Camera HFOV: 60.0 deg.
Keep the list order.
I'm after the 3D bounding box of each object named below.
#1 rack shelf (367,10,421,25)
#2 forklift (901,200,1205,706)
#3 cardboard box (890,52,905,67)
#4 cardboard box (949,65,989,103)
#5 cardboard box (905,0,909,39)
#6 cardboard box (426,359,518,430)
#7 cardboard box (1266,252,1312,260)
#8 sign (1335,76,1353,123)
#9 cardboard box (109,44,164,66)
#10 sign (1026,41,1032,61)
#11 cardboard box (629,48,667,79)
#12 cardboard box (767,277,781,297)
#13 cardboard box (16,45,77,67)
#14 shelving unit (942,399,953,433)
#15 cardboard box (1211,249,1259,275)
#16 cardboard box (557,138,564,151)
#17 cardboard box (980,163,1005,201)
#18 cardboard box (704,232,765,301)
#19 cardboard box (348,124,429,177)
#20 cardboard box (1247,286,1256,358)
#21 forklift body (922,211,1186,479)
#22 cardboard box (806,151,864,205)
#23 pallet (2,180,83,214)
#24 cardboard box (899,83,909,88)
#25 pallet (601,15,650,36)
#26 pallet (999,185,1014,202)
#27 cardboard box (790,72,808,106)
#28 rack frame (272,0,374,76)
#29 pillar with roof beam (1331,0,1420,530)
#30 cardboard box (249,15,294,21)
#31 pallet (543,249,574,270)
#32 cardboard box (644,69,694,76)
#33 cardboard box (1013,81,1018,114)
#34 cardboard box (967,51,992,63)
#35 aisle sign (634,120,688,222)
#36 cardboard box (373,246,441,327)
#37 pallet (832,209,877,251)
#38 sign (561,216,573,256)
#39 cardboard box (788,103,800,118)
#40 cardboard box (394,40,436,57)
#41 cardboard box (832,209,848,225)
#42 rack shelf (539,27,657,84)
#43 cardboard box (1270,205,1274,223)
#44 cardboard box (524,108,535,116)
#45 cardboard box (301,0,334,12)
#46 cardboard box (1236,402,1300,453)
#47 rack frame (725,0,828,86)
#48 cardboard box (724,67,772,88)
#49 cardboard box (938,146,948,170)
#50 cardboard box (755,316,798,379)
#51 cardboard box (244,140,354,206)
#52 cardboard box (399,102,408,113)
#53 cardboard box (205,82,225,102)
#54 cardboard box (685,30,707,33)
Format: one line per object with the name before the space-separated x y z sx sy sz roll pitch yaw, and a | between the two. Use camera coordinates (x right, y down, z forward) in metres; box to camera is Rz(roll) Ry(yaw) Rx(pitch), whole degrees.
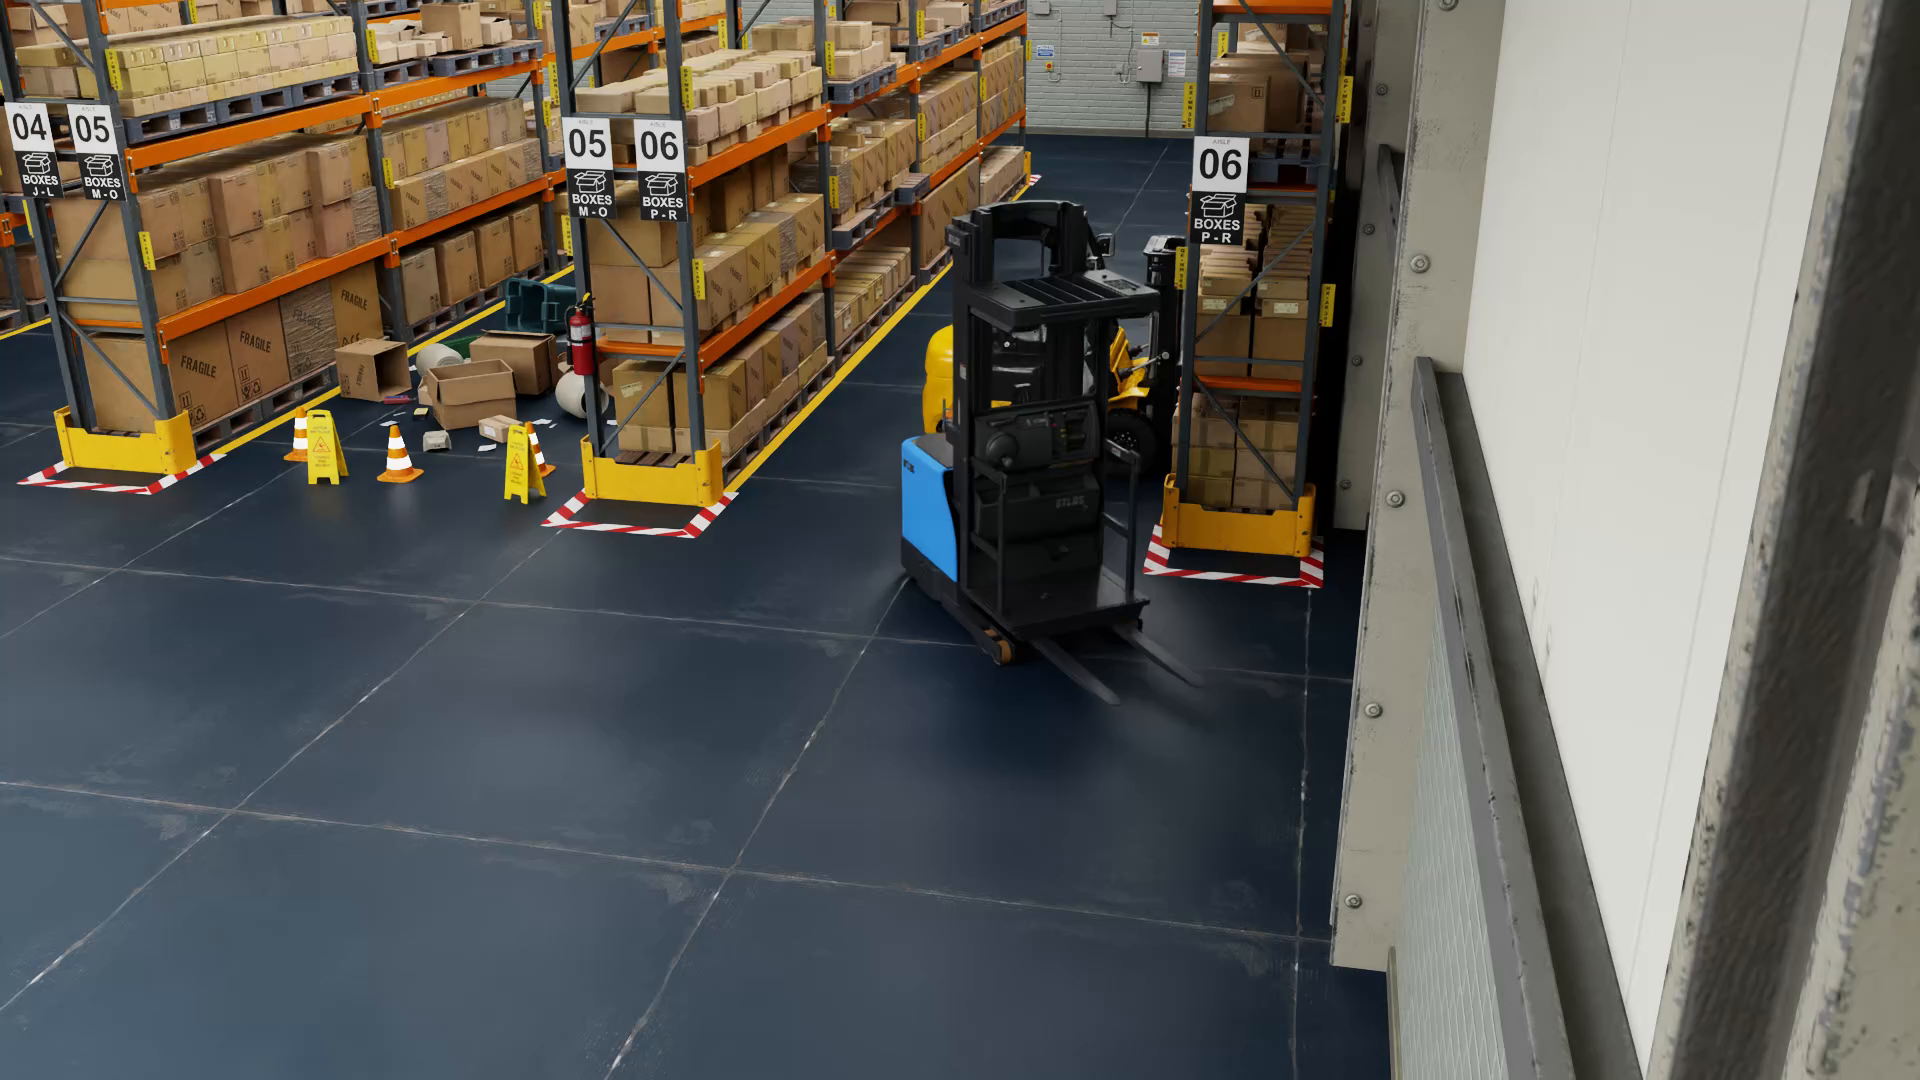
rack shelf | -9.492 -8.679 27.866 1.077 0.370 4.000 4 22 11
forklift | 0.620 -0.697 11.191 1.130 2.935 3.031 -10 24 -23
cardboard box | -0.874 -5.815 20.128 0.380 0.149 0.250 4 22 11
cardboard box | 0.136 -6.800 24.781 0.500 0.500 0.500 5 22 11
cardboard box | -0.999 -6.680 21.245 0.700 0.500 0.500 3 22 8
cardboard box | -4.767 -1.423 16.244 0.797 0.503 0.637 -11 25 -26
cardboard box | 2.682 -2.241 13.532 0.380 0.149 0.250 5 22 11
sign | 2.755 -3.158 11.918 0.100 0.325 0.005 4 22 11
cardboard box | -7.082 -4.161 14.259 0.380 0.149 0.250 5 22 11
sign | 1.146 -8.198 27.856 0.100 0.325 0.005 4 22 11
cardboard box | -4.735 -7.269 25.548 0.500 0.500 0.500 5 22 12
cardboard box | -1.901 -2.391 15.642 0.380 0.149 0.250 5 22 11
cardboard box | -7.777 -4.121 14.159 0.380 0.149 0.250 5 22 11
shelving unit | 0.034 -0.617 13.310 0.258 1.200 0.503 4 22 11
cardboard box | 2.250 -2.277 13.621 0.380 0.149 0.250 5 22 11
cardboard box | -5.538 -5.336 22.393 0.380 0.149 0.250 6 23 14
cardboard box | 0.217 -5.689 26.363 0.875 0.438 0.875 4 22 9
cardboard box | -2.074 -2.458 14.940 0.500 0.500 0.500 4 22 10
cardboard box | -6.499 -4.429 18.895 0.700 0.500 0.500 4 22 10
cardboard box | 2.171 -1.804 13.714 0.500 0.500 0.500 5 23 13
forklift body | 0.814 -1.807 14.993 2.313 2.155 1.214 4 22 11
cardboard box | -1.353 -3.920 18.009 0.500 0.500 0.500 5 22 11
pallet | -11.234 -4.143 19.913 1.003 0.211 1.213 4 22 11
cardboard box | -0.851 -5.944 22.657 0.500 0.500 0.500 4 22 10
pallet | -5.295 -7.561 24.379 1.213 0.211 1.003 4 22 11
pallet | 0.280 -5.560 26.908 1.003 0.211 1.213 4 22 11
cardboard box | -1.760 -4.301 15.837 0.500 0.250 0.500 4 22 10
rack frame | -6.698 -6.332 17.060 1.000 3.000 0.127 4 22 11
pillar with roof beam | -0.977 -4.665 12.923 9.100 9.000 0.400 4 22 11
cardboard box | -7.105 -5.328 17.155 0.380 0.149 0.250 5 22 11
pallet | -5.721 -4.004 23.043 1.003 0.211 1.213 4 22 11
cardboard box | -2.587 -4.100 14.803 0.380 0.149 0.250 5 22 12
cardboard box | 0.661 -7.265 27.273 0.500 0.500 0.500 4 22 10
cardboard box | 0.278 -7.319 25.201 0.380 0.149 0.250 4 22 11
aisle sign | -2.357 -2.905 13.102 0.394 0.787 0.004 4 22 11
cardboard box | -6.659 -2.934 19.103 1.050 0.750 0.750 4 22 11
pallet | -1.533 -3.388 18.038 1.003 0.211 1.213 4 22 11
sign | -3.187 -2.479 13.551 0.100 0.325 0.005 4 22 11
cardboard box | -1.763 -4.164 16.028 0.380 0.149 0.250 5 22 11
cardboard box | -6.157 -5.558 18.793 0.380 0.149 0.250 4 22 11
cardboard box | -1.409 -3.465 17.746 0.380 0.149 0.250 5 22 12
rack shelf | -5.473 -6.801 23.203 1.077 0.370 4.000 4 22 11
cardboard box | 3.087 -3.568 17.760 0.500 0.250 0.500 5 22 12
cardboard box | -6.072 -5.866 22.911 0.380 0.149 0.250 5 22 13
cardboard box | -10.009 -8.309 25.290 0.700 0.500 0.500 5 22 12
cardboard box | 2.496 -0.913 13.416 0.500 0.250 0.500 4 22 10
rack frame | -1.831 -5.991 16.215 1.000 3.000 0.127 4 22 11
cardboard box | -1.905 -4.146 14.918 0.380 0.149 0.250 5 22 12
cardboard box | -0.469 -5.142 22.337 0.500 0.250 0.500 5 23 13
cardboard box | -1.894 -1.866 16.117 0.500 0.500 0.500 6 23 14
cardboard box | -6.805 -3.777 17.101 0.875 0.550 0.550 4 22 11
cardboard box | -9.355 -7.145 27.445 0.380 0.149 0.250 4 22 9
cardboard box | -6.924 -4.072 15.105 0.380 0.149 0.250 5 22 11
cardboard box | -4.600 -8.442 28.459 0.500 0.500 0.500 4 22 11
